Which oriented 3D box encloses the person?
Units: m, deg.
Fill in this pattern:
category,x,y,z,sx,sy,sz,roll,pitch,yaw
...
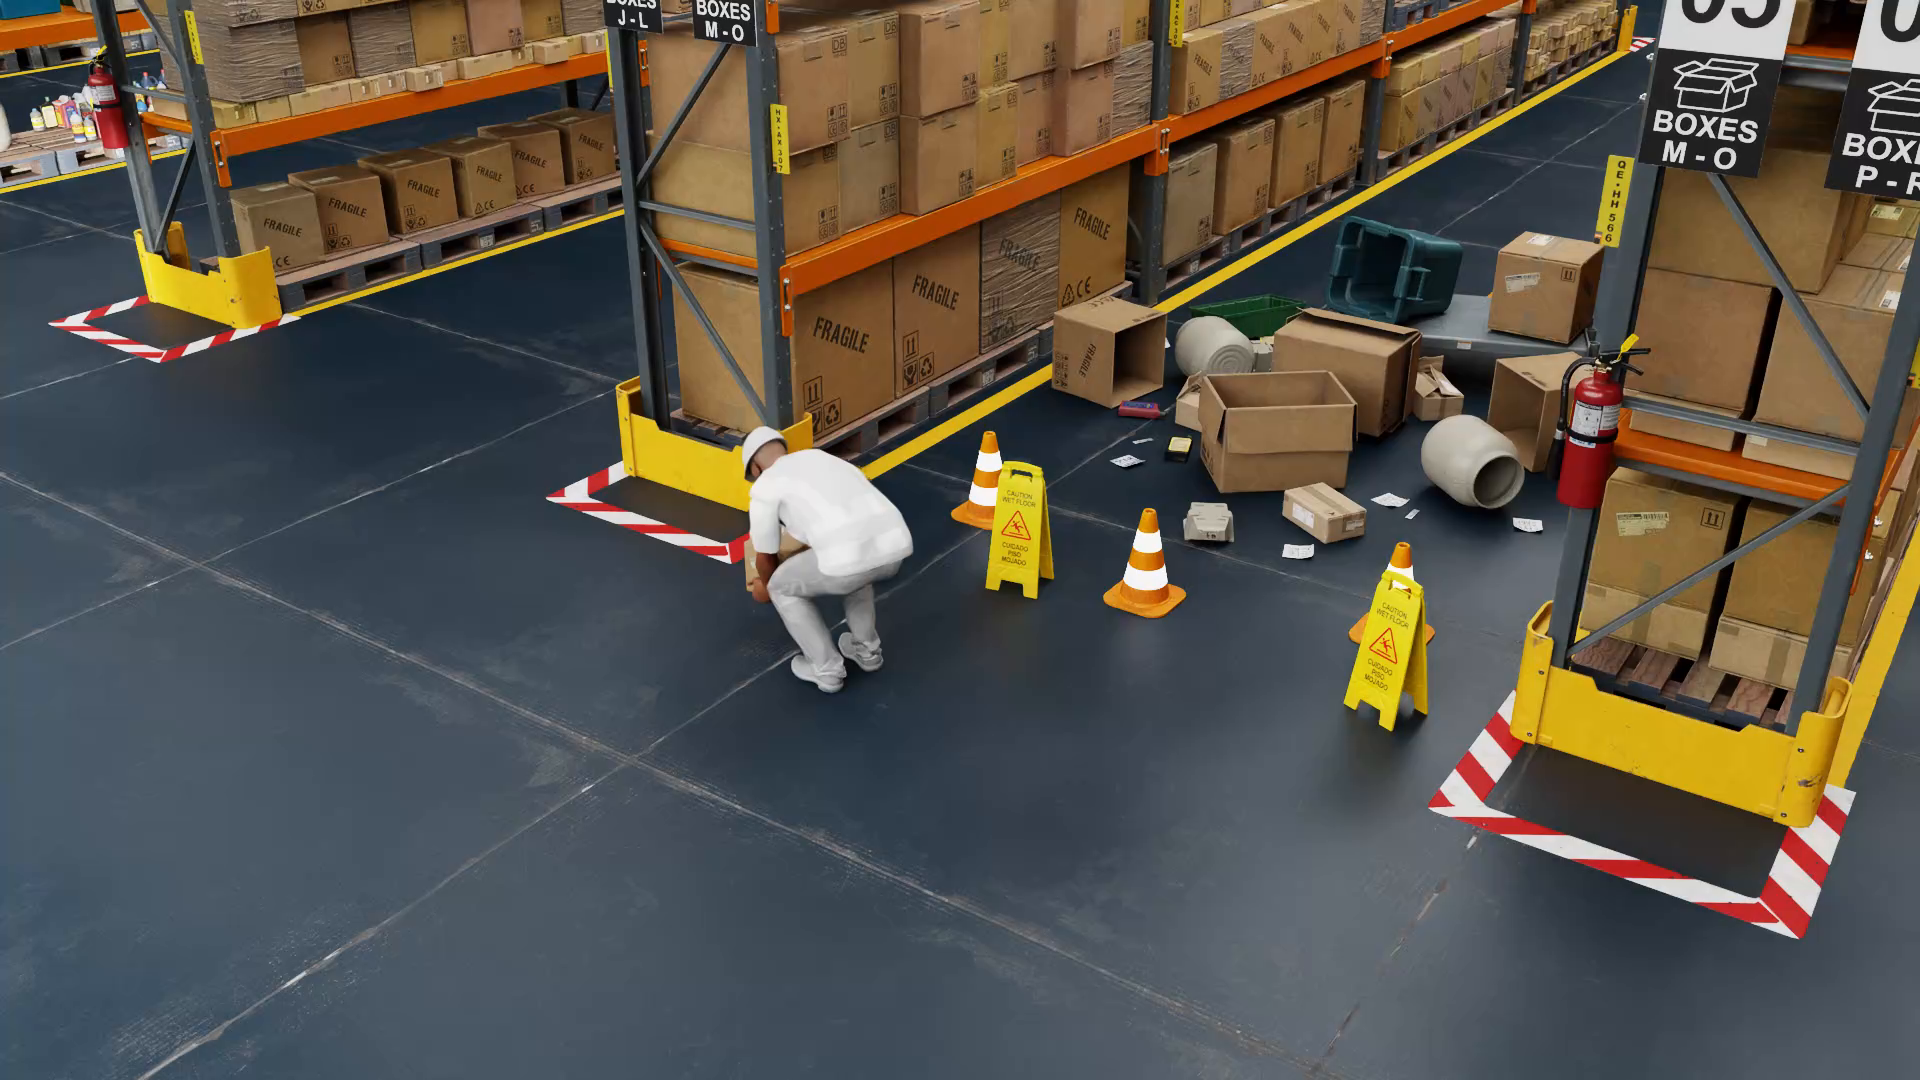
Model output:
category,x,y,z,sx,sy,sz,roll,pitch,yaw
person,-0.627,0.082,7.280,0.521,1.001,0.960,-20,33,-34
